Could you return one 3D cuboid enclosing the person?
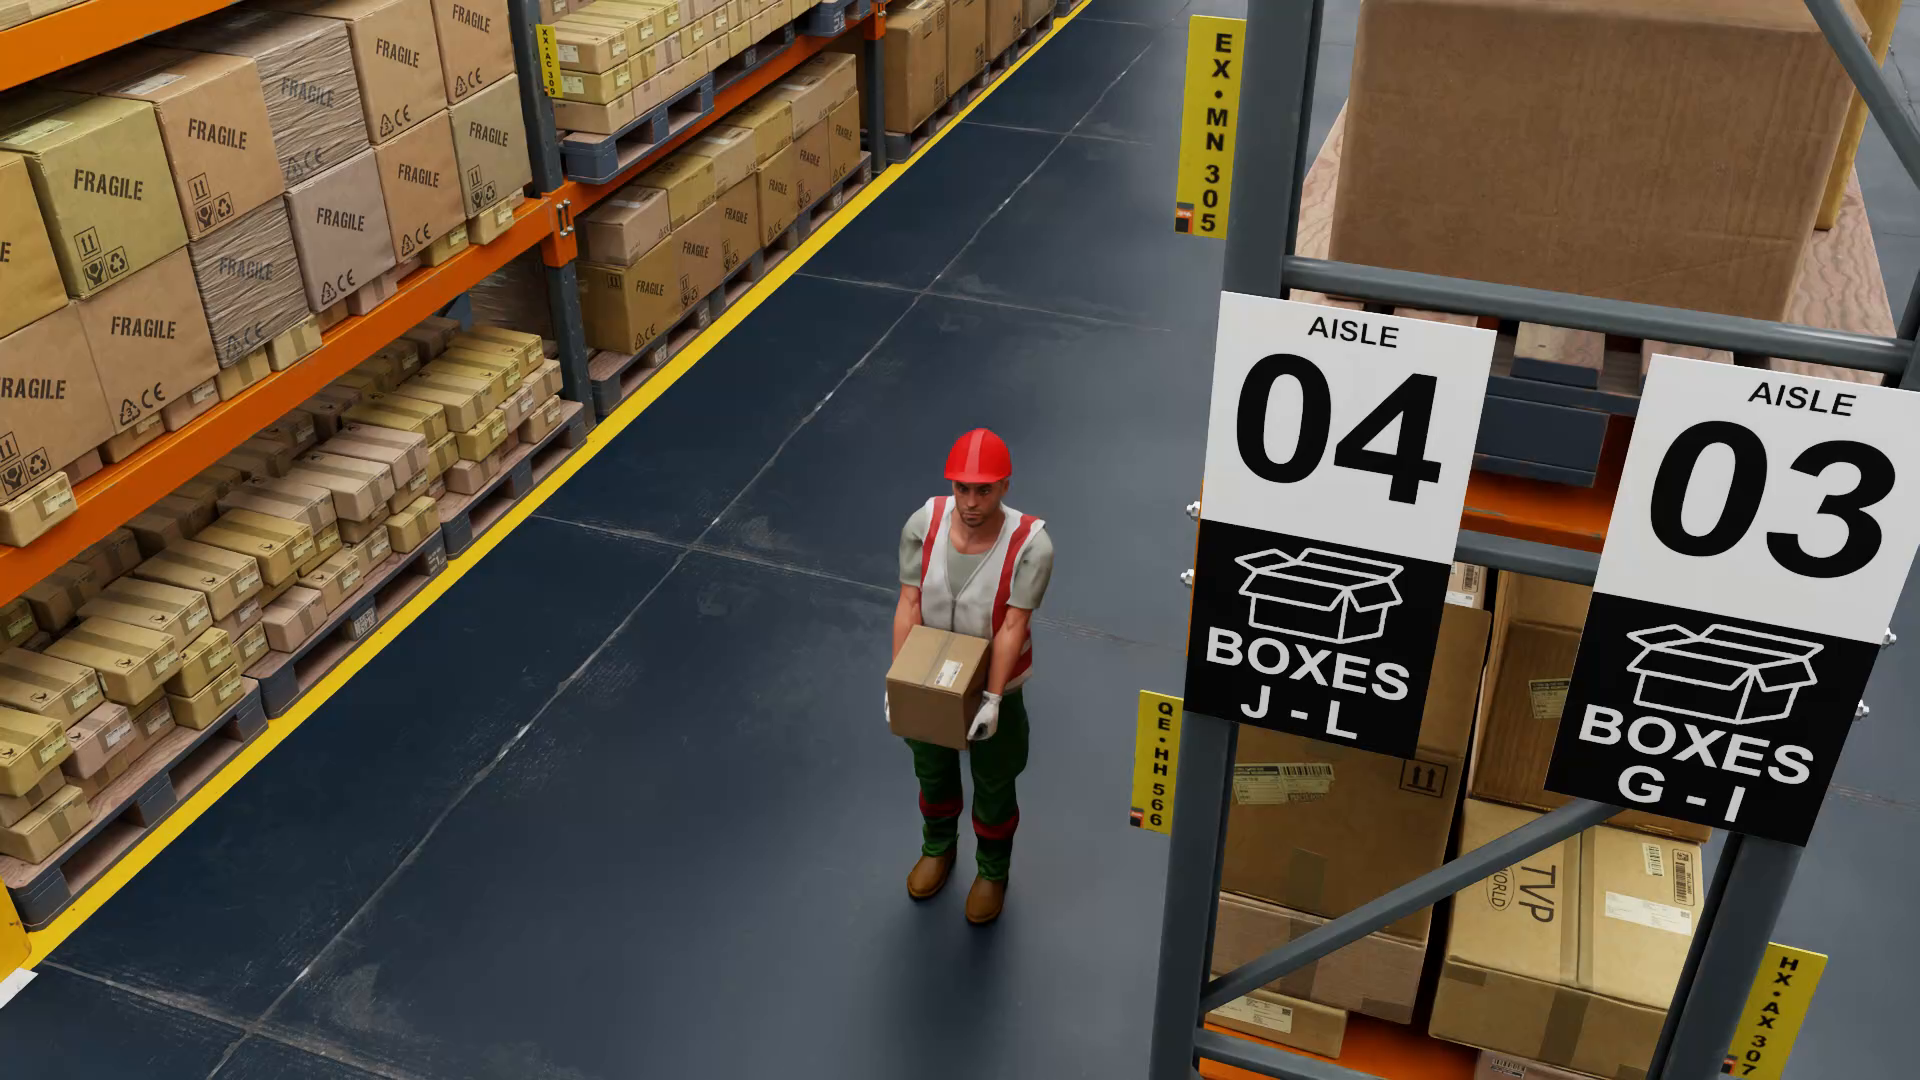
[{"bbox_3d":[4.991,-1.724,8.776,7.108,1.786,11.611,11,35,17],"label":"person"}]
